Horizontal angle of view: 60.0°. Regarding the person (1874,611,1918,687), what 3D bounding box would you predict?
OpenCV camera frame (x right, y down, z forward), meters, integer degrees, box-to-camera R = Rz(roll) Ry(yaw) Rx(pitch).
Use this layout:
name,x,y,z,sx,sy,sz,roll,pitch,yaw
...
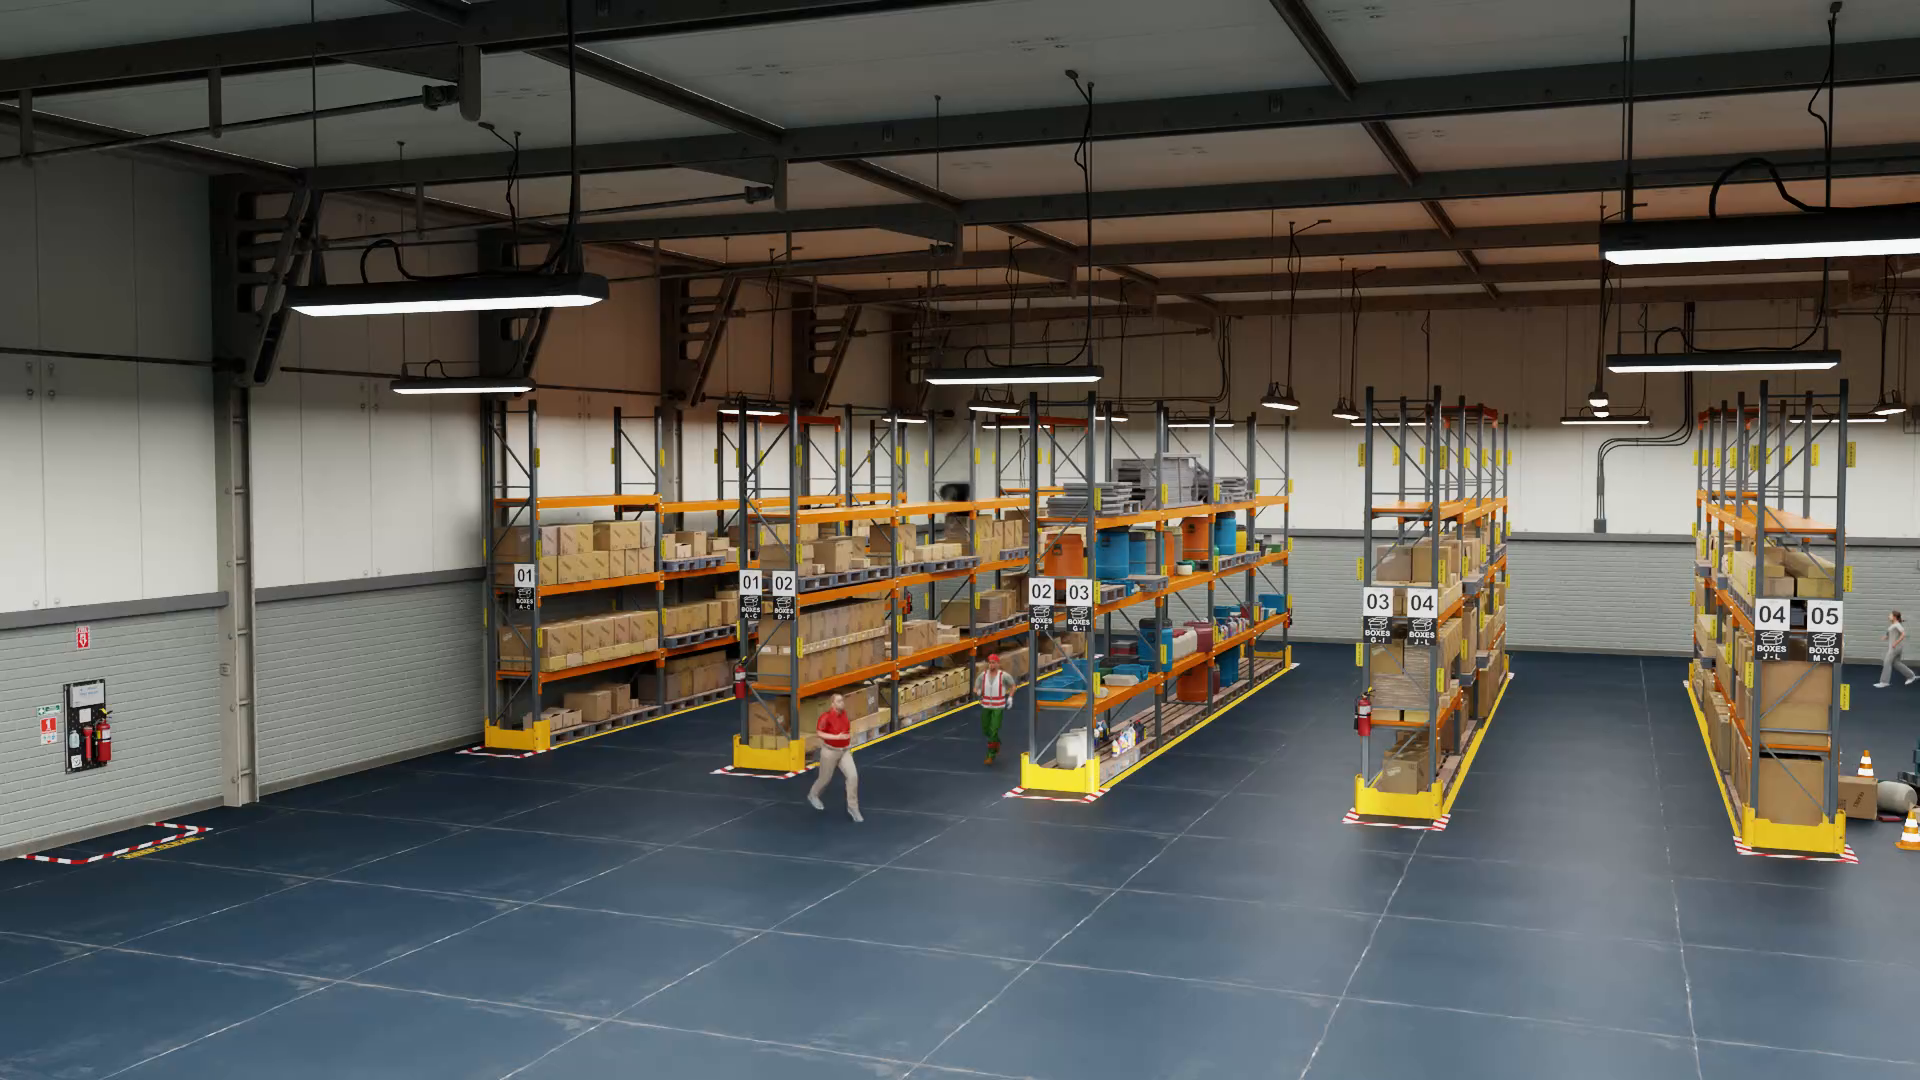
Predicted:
name,x,y,z,sx,sy,sz,roll,pitch,yaw
person,20.404,2.380,36.208,0.852,1.684,0.586,1,3,27

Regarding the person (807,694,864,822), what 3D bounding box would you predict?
name,x,y,z,sx,sy,sz,roll,pitch,yaw
person,-1.781,3.020,23.129,0.626,1.789,1.008,-2,4,-41

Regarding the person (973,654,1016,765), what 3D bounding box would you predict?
name,x,y,z,sx,sy,sz,roll,pitch,yaw
person,0.553,2.749,27.292,0.668,1.770,0.908,1,3,20
